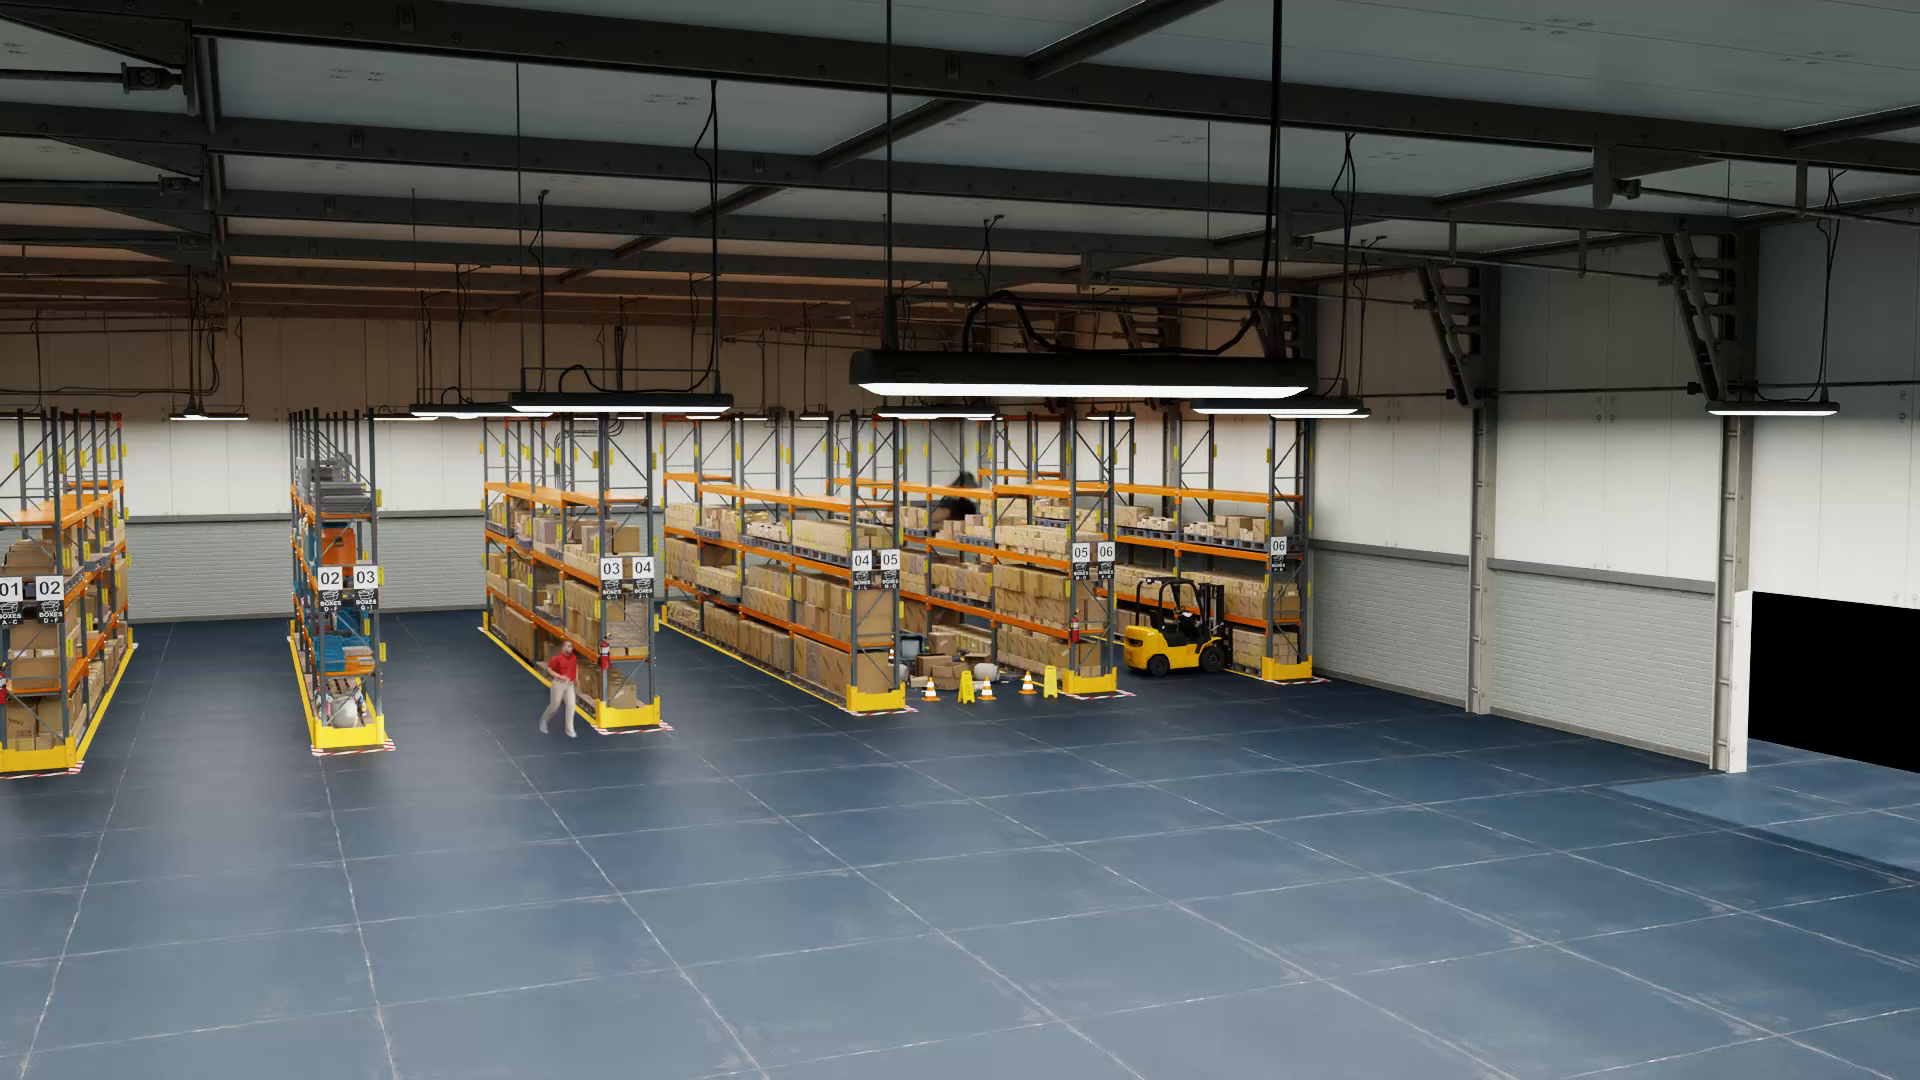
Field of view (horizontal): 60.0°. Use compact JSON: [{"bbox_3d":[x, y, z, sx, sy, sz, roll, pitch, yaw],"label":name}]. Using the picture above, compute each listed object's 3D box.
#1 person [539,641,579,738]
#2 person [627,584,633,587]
[{"bbox_3d":[-7.286,2.730,30.642,0.889,1.760,0.709,4,6,44],"label":"person"},{"bbox_3d":[-9.423,1.464,48.464,0.723,1.748,0.574,3,5,32],"label":"person"}]
